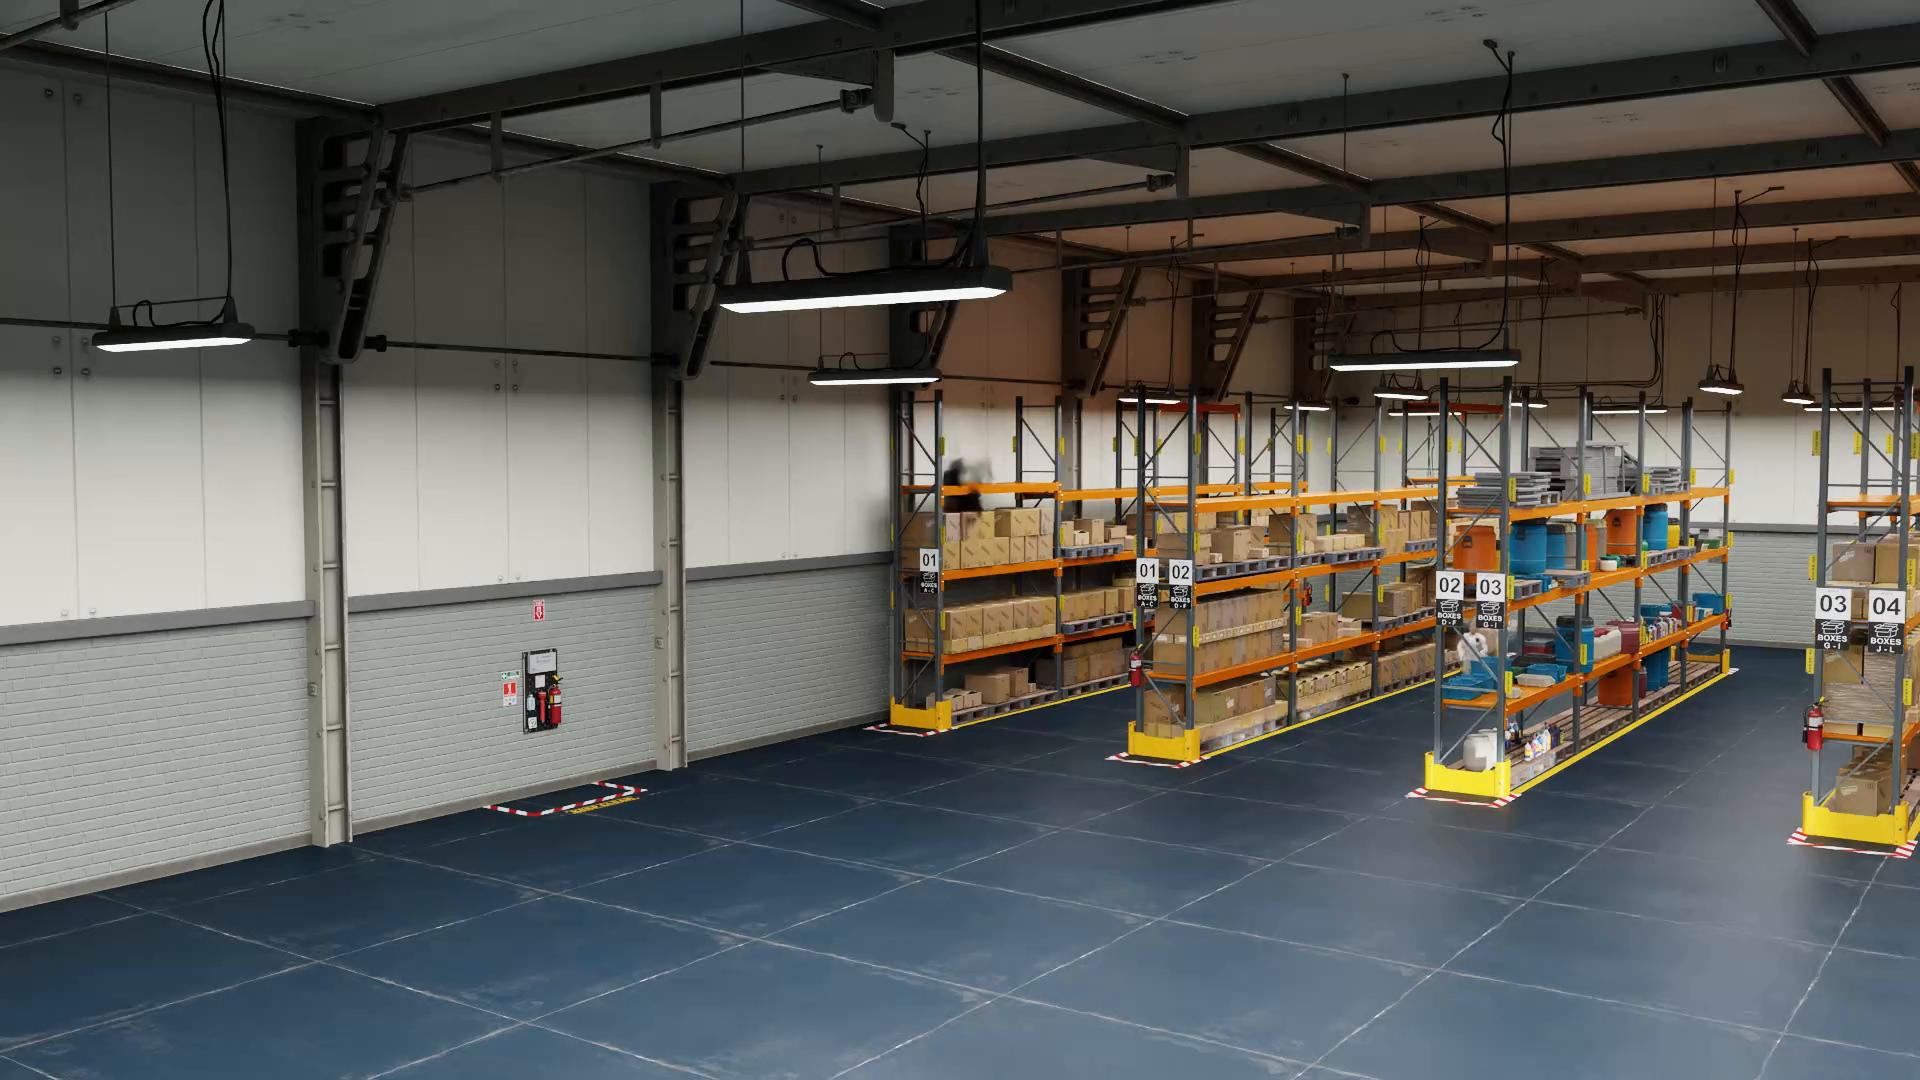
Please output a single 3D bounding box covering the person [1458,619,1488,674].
[{"bbox_3d":[9.895,2.352,32.181,0.589,1.653,0.569,2,4,26],"label":"person"}]
